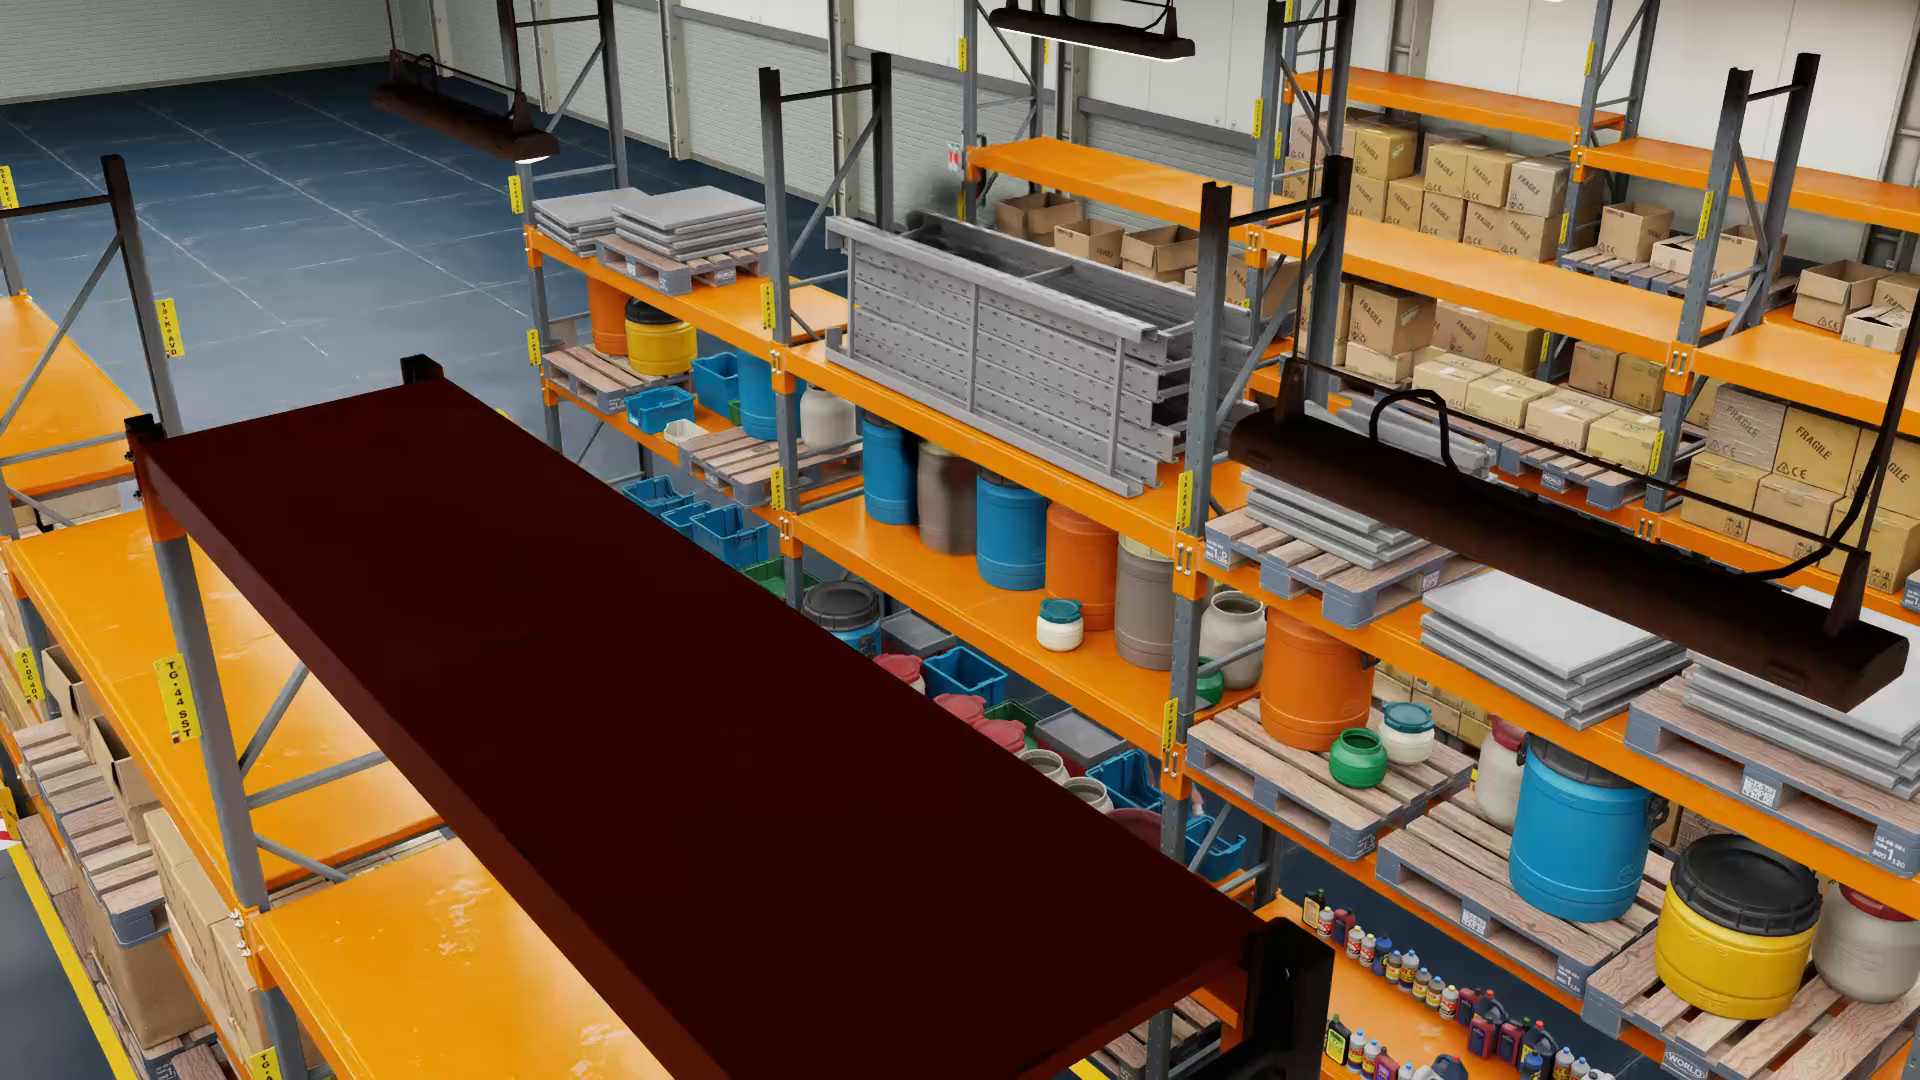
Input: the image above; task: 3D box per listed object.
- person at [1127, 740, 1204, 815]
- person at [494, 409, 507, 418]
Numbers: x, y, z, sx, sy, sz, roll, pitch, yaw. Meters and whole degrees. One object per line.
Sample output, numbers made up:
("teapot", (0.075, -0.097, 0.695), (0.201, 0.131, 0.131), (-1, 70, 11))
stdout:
("person", (1.638, 1.433, 13.032), (0.594, 1.618, 0.762), (-18, 31, -32))
("person", (-4.740, -0.557, 17.327), (0.985, 1.747, 0.730), (-3, 26, -7))
